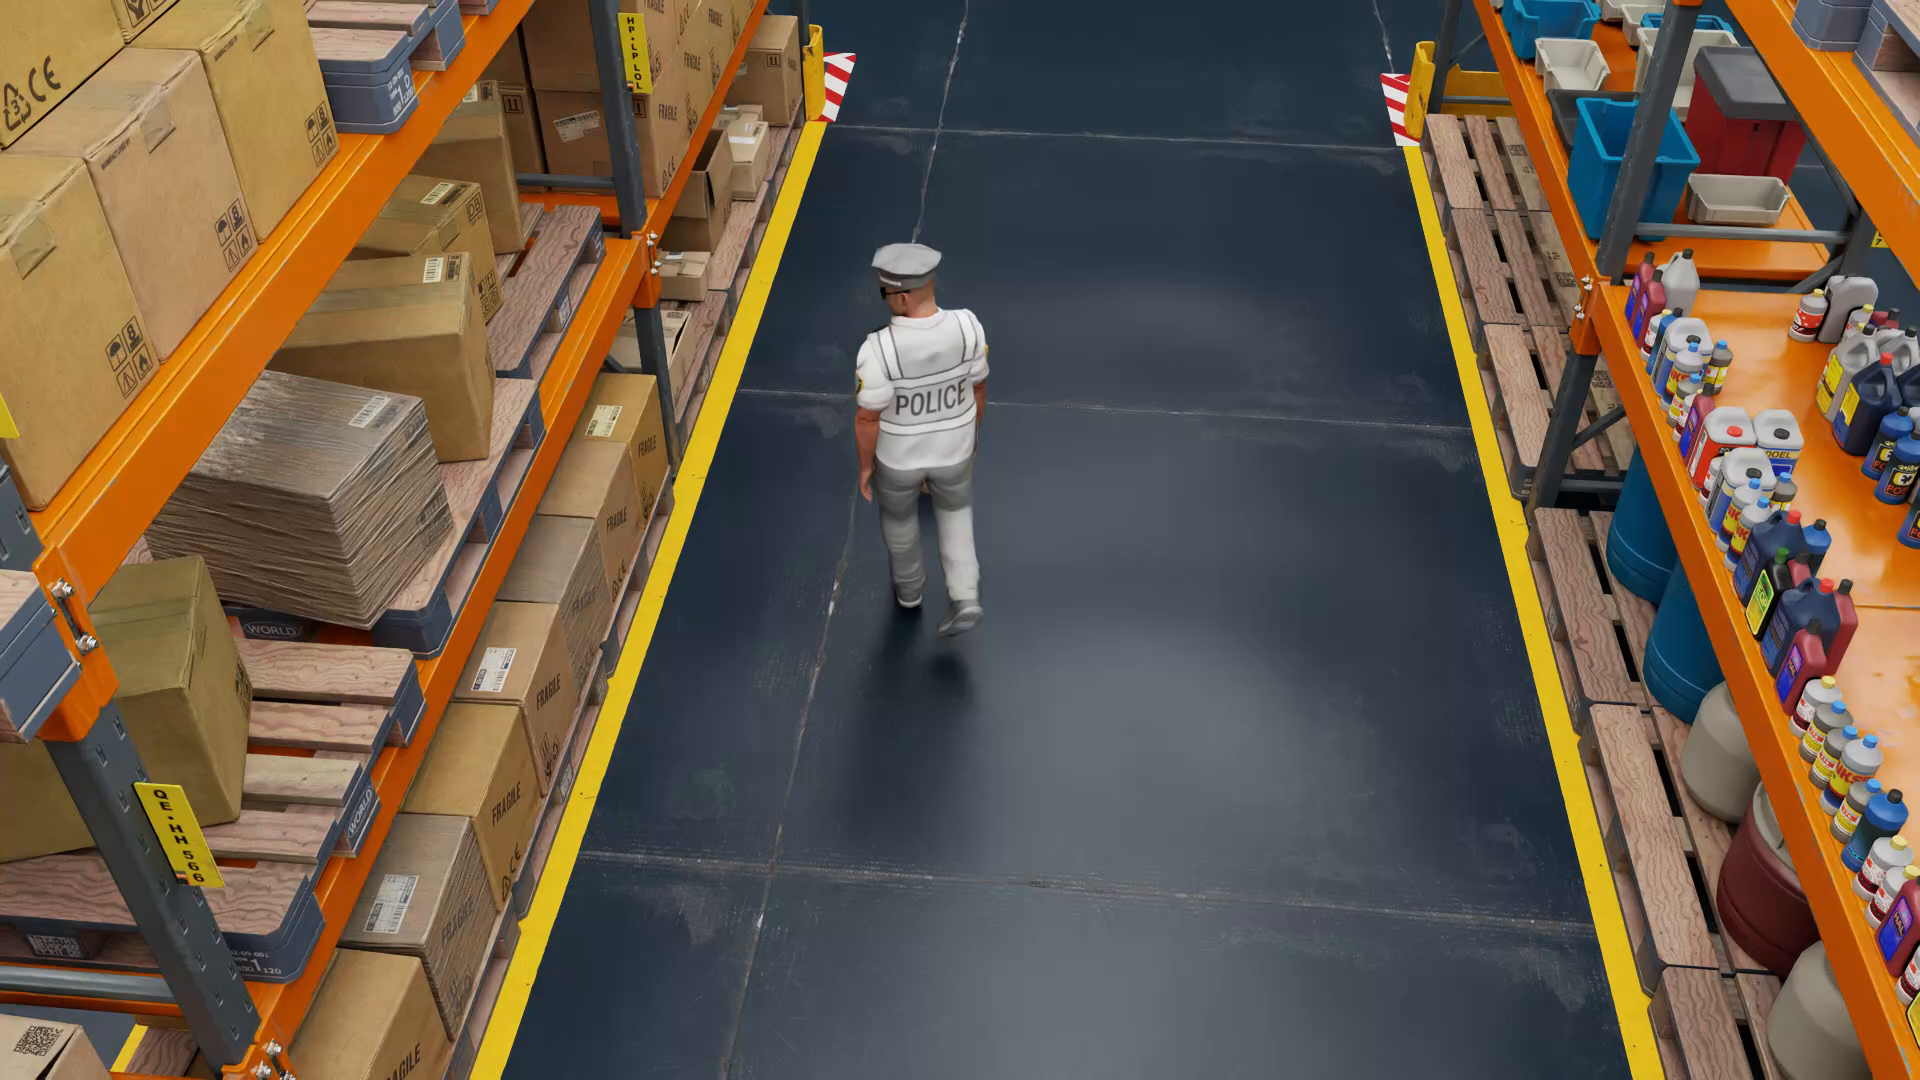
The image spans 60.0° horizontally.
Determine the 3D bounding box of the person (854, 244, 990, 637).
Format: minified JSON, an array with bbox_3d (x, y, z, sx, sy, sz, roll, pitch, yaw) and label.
[{"bbox_3d":[-0.150,-0.348,6.562,0.547,1.742,0.722,-10,41,-12],"label":"person"}]
